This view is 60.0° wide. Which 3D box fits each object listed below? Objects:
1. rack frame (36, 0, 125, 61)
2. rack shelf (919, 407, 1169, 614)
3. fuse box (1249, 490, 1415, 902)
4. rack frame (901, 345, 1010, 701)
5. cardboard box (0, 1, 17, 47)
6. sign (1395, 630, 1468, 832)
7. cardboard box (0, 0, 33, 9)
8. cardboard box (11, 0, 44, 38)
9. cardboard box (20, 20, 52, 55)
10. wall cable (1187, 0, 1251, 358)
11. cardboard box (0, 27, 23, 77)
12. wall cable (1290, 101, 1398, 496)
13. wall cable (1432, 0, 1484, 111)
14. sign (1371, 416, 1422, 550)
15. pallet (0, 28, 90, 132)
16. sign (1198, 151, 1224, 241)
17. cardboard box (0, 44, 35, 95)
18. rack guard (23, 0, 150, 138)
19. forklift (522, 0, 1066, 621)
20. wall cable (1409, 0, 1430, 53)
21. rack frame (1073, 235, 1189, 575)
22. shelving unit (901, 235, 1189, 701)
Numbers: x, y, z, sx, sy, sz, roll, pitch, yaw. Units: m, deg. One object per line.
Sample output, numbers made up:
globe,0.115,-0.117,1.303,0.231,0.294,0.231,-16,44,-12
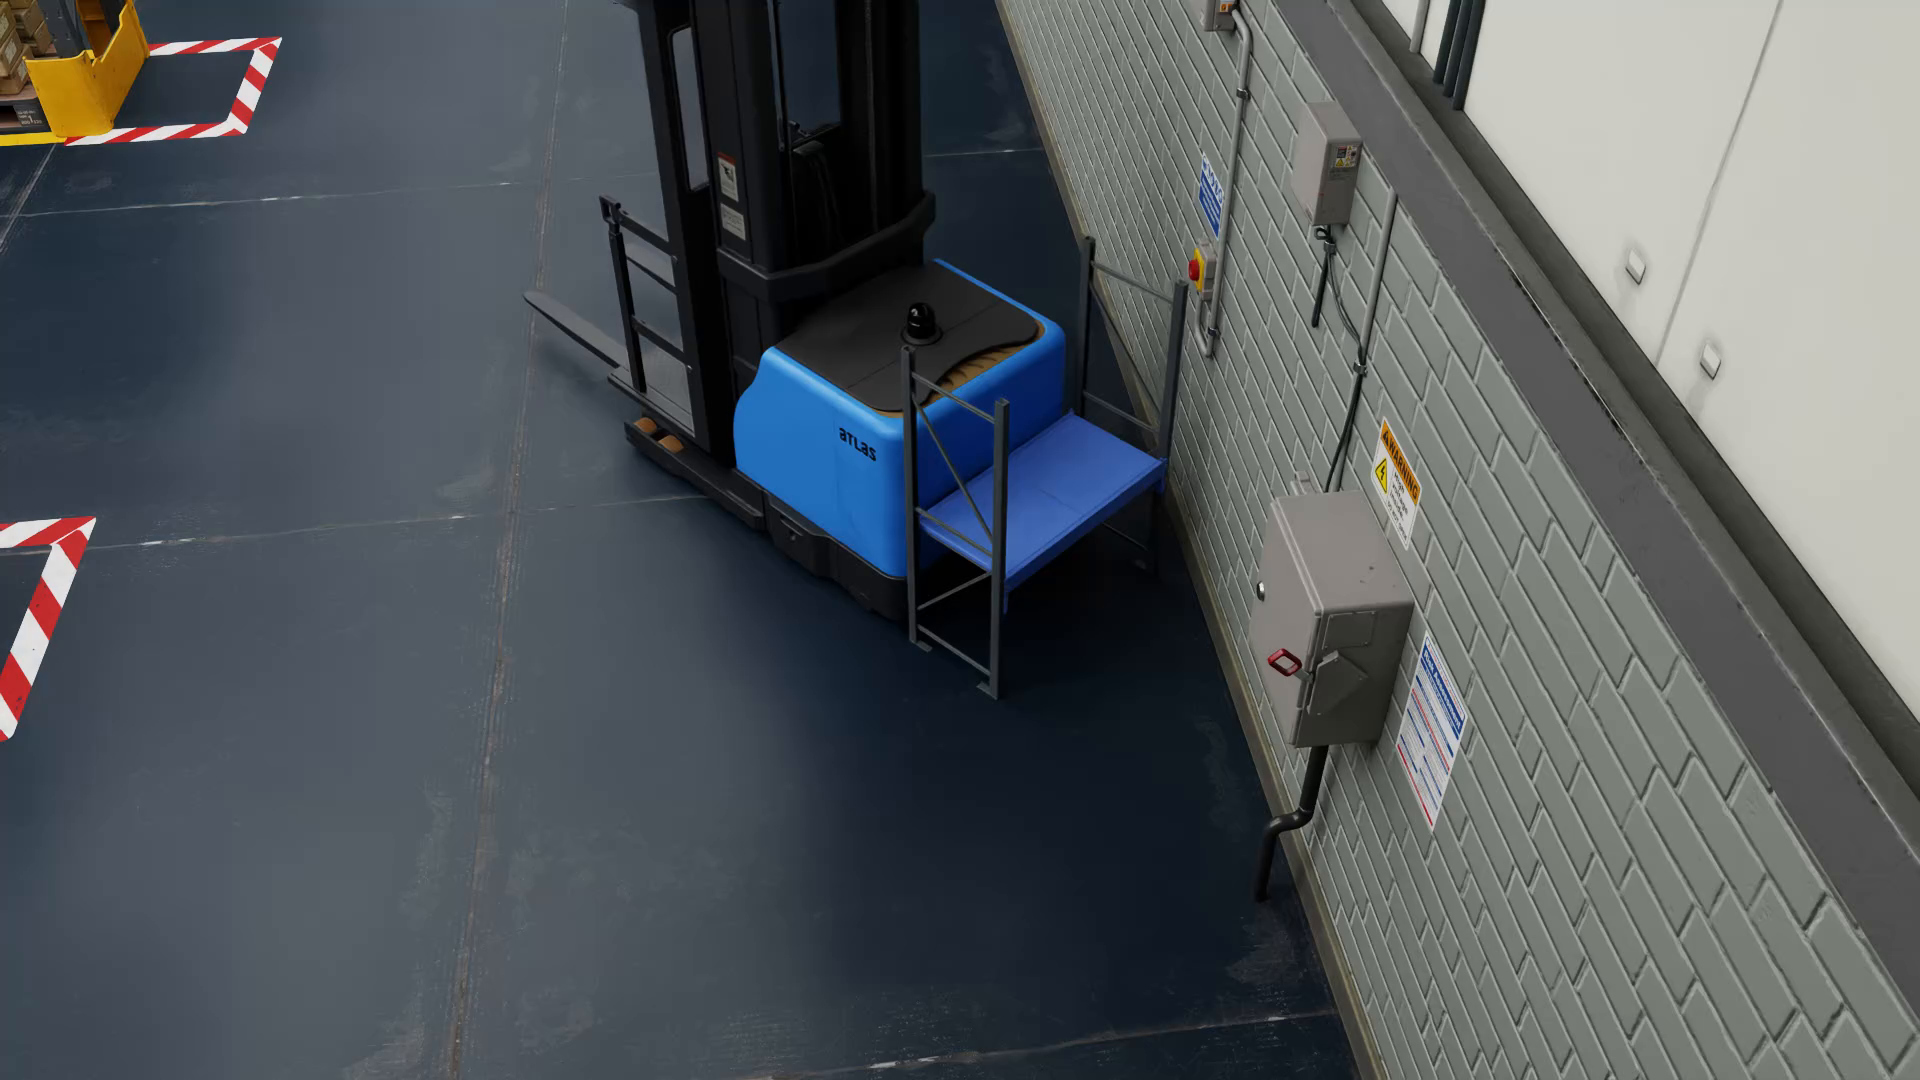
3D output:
rack frame,-5.402,-3.985,9.640,0.127,3.000,1.000,-5,42,-6
rack shelf,0.327,-0.142,6.767,0.538,0.185,1.000,32,51,31
fuse box,1.055,0.674,5.436,0.414,1.711,0.539,-5,42,-6
rack frame,-0.020,-0.027,6.371,0.500,1.500,0.032,32,51,31
cardboard box,-5.895,-3.089,10.017,0.250,0.149,0.380,-5,42,-5
sign,1.325,0.541,4.692,0.001,0.494,0.329,-5,42,-6
cardboard box,-5.966,-3.484,10.454,0.250,0.149,0.380,-7,42,-7
cardboard box,-5.955,-3.318,10.493,0.250,0.149,0.380,-3,42,-4
cardboard box,-5.964,-3.250,10.639,0.250,0.149,0.380,-4,42,-5
wall cable,0.928,-1.601,6.214,0.123,1.953,0.585,-5,42,-6
cardboard box,-5.889,-2.958,10.093,0.250,0.149,0.380,-6,42,-7
wall cable,1.123,-0.648,5.181,0.122,1.984,0.588,-5,42,-6
wall cable,1.362,-1.276,2.129,0.133,3.039,2.988,-5,42,-6
sign,1.253,-0.165,4.788,0.001,0.242,0.339,-5,42,-6
pallet,-6.288,-2.896,10.514,1.213,0.211,1.003,-5,42,-6
sign,0.982,-1.349,6.516,0.001,0.218,0.327,-5,42,-6
cardboard box,-5.897,-2.898,10.250,0.250,0.149,0.380,-4,42,-5
rack guard,-5.478,-3.050,10.470,0.348,0.500,1.175,-5,42,-6
forklift,-0.943,-1.631,7.081,1.130,2.935,3.031,-34,52,-32
wall cable,1.038,-3.116,4.196,0.029,3.000,2.355,-5,42,-6
rack frame,0.675,-0.524,6.922,0.500,1.500,0.032,32,51,31
shelving unit,0.327,-0.275,6.646,0.538,1.500,1.048,32,51,31
